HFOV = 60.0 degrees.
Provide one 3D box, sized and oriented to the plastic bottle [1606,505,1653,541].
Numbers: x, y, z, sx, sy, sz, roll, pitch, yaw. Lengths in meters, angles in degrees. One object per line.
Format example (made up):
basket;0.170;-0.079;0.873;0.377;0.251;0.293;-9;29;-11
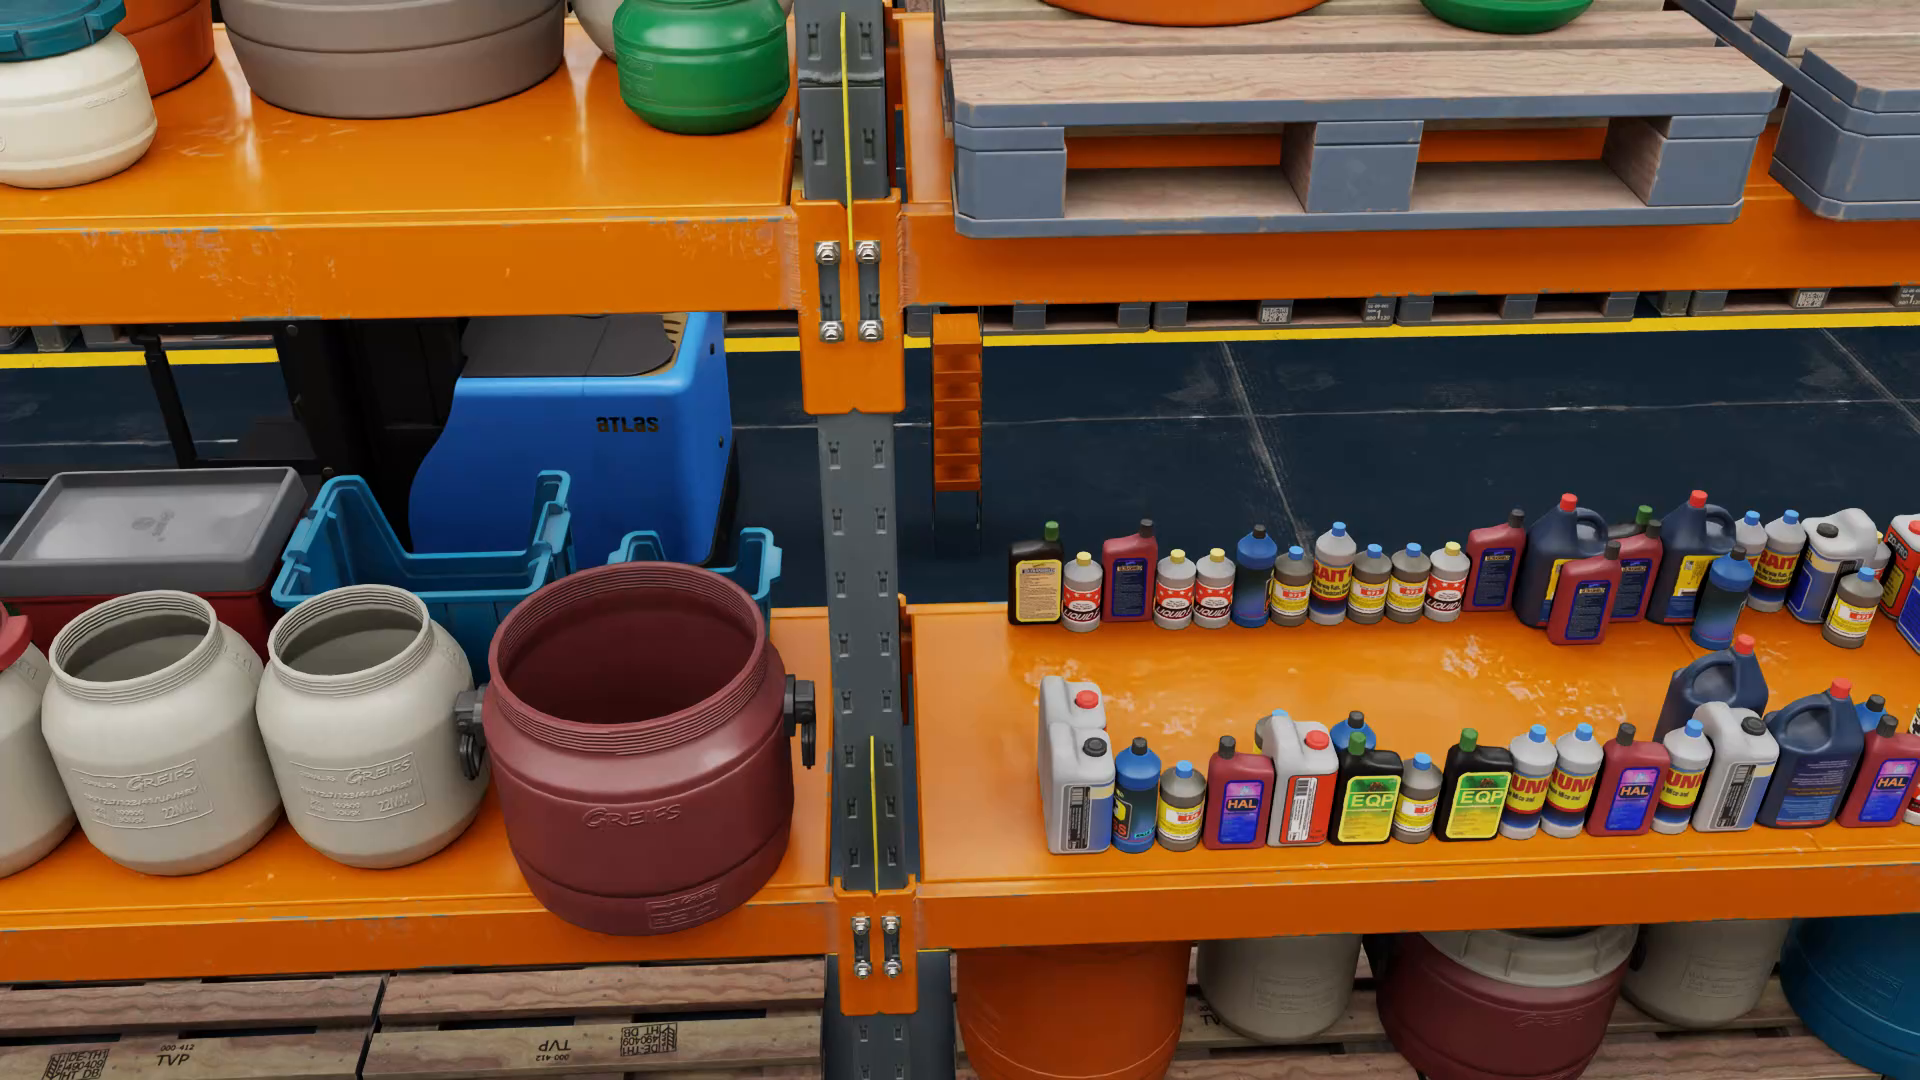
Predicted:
plastic bottle;1.646;0.041;4.157;0.133;0.283;0.061;-2;35;-2

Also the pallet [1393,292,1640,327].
pallet;2.757;-1.448;8.656;1.213;0.211;1.003;-2;35;-2

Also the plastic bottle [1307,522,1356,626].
plastic bottle;0.922;0.076;4.117;0.097;0.271;0.097;0;35;0

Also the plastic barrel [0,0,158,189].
plastic barrel;-1.457;-0.724;2.646;0.301;0.262;0.301;0;35;0

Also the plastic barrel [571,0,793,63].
plastic barrel;-0.522;-1.159;3.055;0.421;0.512;0.421;0;35;0

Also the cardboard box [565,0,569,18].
cardboard box;-2.104;-2.517;7.663;0.500;0.500;0.500;-3;35;-5

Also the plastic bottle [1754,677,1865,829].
plastic bottle;1.795;0.439;3.523;0.185;0.351;0.144;-2;35;-2

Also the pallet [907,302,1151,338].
pallet;0.319;-1.382;8.561;1.213;0.211;1.003;-2;35;-2

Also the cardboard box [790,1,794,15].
cardboard box;-0.794;-2.508;7.817;0.500;0.311;0.500;1;35;1

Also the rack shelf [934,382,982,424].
rack shelf;-0.014;-0.555;6.365;0.180;0.103;0.258;-2;35;-2

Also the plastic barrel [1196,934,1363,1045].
plastic barrel;0.850;1.047;4.418;0.421;0.512;0.421;0;35;0

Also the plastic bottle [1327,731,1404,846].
plastic bottle;0.848;0.516;3.471;0.133;0.283;0.061;-2;35;-2

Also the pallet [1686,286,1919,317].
pallet;4.253;-1.509;8.745;1.213;0.211;1.003;-2;35;-2

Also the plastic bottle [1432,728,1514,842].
plastic bottle;1.079;0.510;3.480;0.133;0.283;0.061;-2;35;-2

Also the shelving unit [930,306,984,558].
shelving unit;-0.014;-0.493;6.408;0.189;1.200;0.258;-2;35;-2

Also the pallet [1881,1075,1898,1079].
pallet;3.025;1.322;4.654;1.213;0.211;1.003;-2;35;-2

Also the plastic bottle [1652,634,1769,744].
plastic bottle;1.653;0.356;3.643;0.185;0.351;0.144;-2;35;-2

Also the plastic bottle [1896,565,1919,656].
plastic bottle;2.400;0.136;4.026;0.135;0.276;0.152;-2;35;-2

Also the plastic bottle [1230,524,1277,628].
plastic bottle;0.727;0.081;4.110;0.097;0.271;0.097;0;35;0

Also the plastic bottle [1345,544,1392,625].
plastic bottle;1.019;0.102;4.141;0.097;0.201;0.097;0;35;0

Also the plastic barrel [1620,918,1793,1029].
plastic barrel;1.978;1.017;4.462;0.421;0.512;0.421;0;35;0

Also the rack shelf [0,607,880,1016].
rack shelf;-2.195;0.636;3.828;4.000;0.370;1.077;-2;35;-2

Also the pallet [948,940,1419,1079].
pallet;0.588;1.388;4.559;1.213;0.211;1.003;-2;35;-2

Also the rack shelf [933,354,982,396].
rack shelf;-0.014;-0.654;6.297;0.180;0.103;0.258;-2;35;-2

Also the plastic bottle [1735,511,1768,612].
plastic bottle;1.947;0.048;4.157;0.097;0.271;0.097;0;35;0

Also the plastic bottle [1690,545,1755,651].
plastic bottle;1.856;0.133;4.035;0.097;0.271;0.097;0;35;0

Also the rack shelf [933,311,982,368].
rack shelf;-0.014;-0.752;6.228;0.180;0.103;0.258;-2;35;-2

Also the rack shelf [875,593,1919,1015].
rack shelf;1.800;0.528;3.984;4.000;0.370;1.077;-2;35;-2

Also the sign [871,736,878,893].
sign;-0.164;0.531;3.203;0.005;0.325;0.100;-2;35;-2

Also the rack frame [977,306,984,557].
rack frame;0.077;-0.495;6.412;0.006;1.200;0.240;-2;35;-2

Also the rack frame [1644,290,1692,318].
rack frame;3.567;-2.638;7.925;0.127;3.000;1.000;-2;35;-2

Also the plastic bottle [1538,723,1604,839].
plastic bottle;1.290;0.498;3.507;0.097;0.271;0.097;0;35;0

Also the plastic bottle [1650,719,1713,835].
plastic bottle;1.521;0.492;3.516;0.097;0.271;0.097;0;35;0

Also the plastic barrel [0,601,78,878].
plastic barrel;-2.062;0.405;3.409;0.433;0.535;0.433;0;35;0

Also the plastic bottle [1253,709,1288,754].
plastic bottle;0.688;0.457;3.629;0.097;0.201;0.097;0;35;0

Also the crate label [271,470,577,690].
crate label;-1.203;0.144;3.874;0.616;0.435;0.502;-2;35;-2

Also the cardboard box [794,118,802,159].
cardboard box;-0.965;-1.955;8.494;0.500;0.311;0.500;0;35;-1

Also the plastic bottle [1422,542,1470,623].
plastic bottle;1.214;0.097;4.149;0.097;0.201;0.097;0;35;0

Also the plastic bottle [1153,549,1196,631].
plastic bottle;0.533;0.115;4.122;0.097;0.201;0.097;0;35;0

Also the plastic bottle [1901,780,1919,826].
plastic bottle;2.070;0.506;3.557;0.097;0.201;0.097;0;35;0

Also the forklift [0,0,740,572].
forklift;-2.429;-1.129;5.806;3.031;2.935;1.130;0;35;-1

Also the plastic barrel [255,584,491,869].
plastic barrel;-1.215;0.389;3.454;0.421;0.512;0.421;0;35;0

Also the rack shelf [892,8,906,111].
rack shelf;1.569;-2.288;8.052;4.000;0.370;1.077;-2;35;-2

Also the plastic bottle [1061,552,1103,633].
plastic bottle;0.302;0.121;4.113;0.097;0.201;0.097;0;35;0

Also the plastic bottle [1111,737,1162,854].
plastic bottle;0.367;0.523;3.471;0.097;0.271;0.097;0;35;0

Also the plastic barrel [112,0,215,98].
plastic barrel;-1.681;-1.208;2.846;0.708;0.830;0.600;-2;35;-2

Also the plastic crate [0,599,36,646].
plastic crate;-2.467;0.273;3.905;0.662;0.188;0.450;-2;35;-2

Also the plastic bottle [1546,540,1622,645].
plastic bottle;1.519;0.127;4.034;0.133;0.283;0.061;-2;35;-2

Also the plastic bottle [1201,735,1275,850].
plastic bottle;0.580;0.523;3.461;0.133;0.283;0.061;-2;35;-2

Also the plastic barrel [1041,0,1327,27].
plastic barrel;0.370;-1.310;2.625;0.708;0.830;0.600;-2;35;-2

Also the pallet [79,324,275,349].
pallet;-3.690;-1.318;8.468;1.213;0.211;1.003;-2;35;-2

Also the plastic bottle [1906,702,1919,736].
plastic bottle;2.160;0.388;3.666;0.097;0.271;0.097;0;35;0

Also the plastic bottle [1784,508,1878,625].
plastic bottle;2.161;0.056;4.142;0.135;0.276;0.152;-2;35;-2

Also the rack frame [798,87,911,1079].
rack frame;-0.198;0.286;3.701;0.127;3.000;1.000;-2;35;-2

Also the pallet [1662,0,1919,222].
pallet;1.887;-0.869;2.900;1.213;0.211;1.003;-2;35;-2

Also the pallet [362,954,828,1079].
pallet;-0.973;1.431;4.496;1.213;0.211;1.003;-2;35;-2
